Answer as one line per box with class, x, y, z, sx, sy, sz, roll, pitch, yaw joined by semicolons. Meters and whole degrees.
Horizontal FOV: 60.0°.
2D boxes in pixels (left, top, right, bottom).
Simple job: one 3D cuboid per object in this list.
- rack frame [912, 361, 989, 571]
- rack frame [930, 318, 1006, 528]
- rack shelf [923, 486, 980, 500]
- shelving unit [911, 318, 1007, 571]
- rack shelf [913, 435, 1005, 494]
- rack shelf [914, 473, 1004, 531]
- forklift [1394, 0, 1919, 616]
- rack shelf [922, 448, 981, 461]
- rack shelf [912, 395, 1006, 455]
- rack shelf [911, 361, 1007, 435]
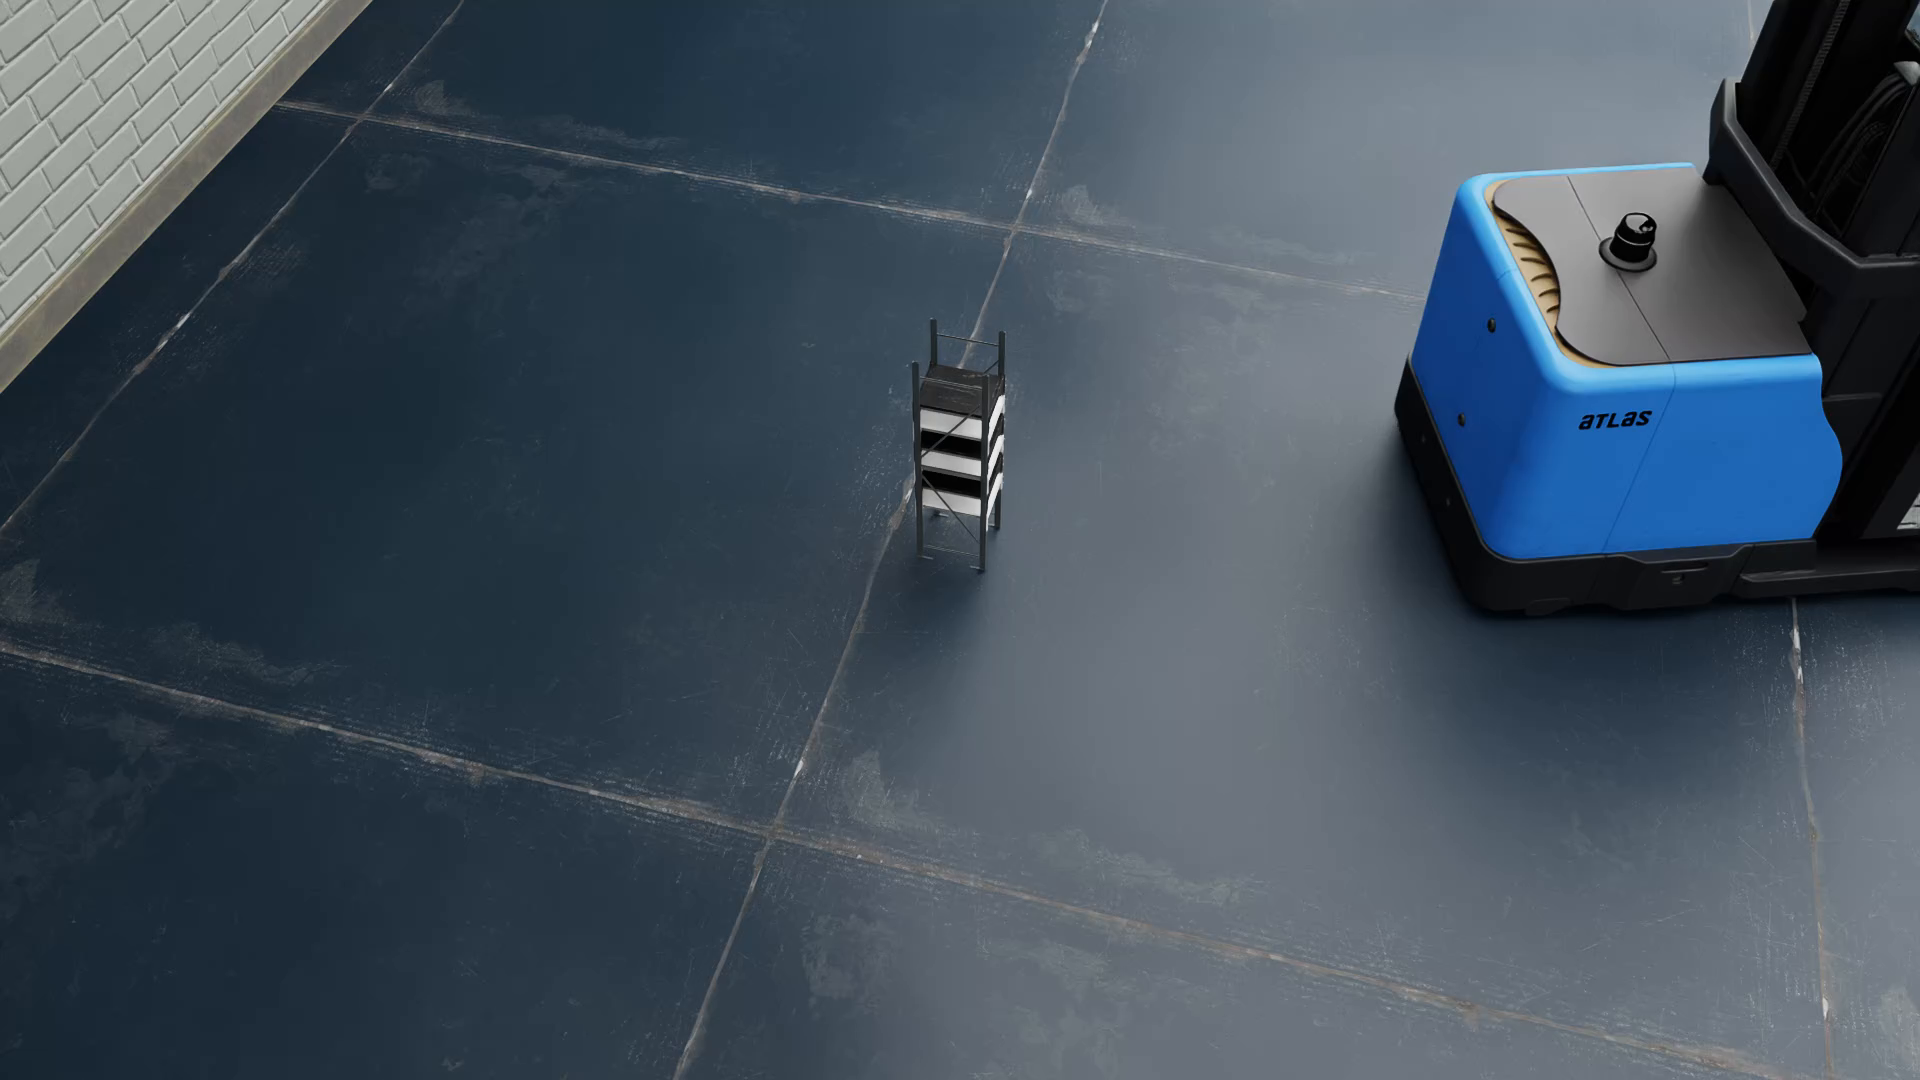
rack frame;-0.029;-0.218;5.343;0.240;0.900;0.006;12;50;10
rack frame;0.025;-0.365;5.472;0.240;0.900;0.006;12;50;10
rack shelf;-0.002;-0.220;5.489;0.199;0.015;0.184;12;50;10
shelving unit;-0.002;-0.292;5.407;0.258;0.900;0.210;12;50;10
rack shelf;-0.002;-0.270;5.432;0.258;0.077;0.200;12;50;10
rack shelf;-0.002;-0.151;5.567;0.258;0.077;0.200;12;50;10
forklift;3.134;-1.184;4.840;3.031;2.935;1.130;-4;49;-4
rack shelf;-0.002;-0.339;5.354;0.199;0.015;0.184;12;50;10
rack shelf;-0.002;-0.389;5.297;0.258;0.077;0.200;12;50;10
rack shelf;-0.002;-0.449;5.230;0.258;0.077;0.200;12;50;10
